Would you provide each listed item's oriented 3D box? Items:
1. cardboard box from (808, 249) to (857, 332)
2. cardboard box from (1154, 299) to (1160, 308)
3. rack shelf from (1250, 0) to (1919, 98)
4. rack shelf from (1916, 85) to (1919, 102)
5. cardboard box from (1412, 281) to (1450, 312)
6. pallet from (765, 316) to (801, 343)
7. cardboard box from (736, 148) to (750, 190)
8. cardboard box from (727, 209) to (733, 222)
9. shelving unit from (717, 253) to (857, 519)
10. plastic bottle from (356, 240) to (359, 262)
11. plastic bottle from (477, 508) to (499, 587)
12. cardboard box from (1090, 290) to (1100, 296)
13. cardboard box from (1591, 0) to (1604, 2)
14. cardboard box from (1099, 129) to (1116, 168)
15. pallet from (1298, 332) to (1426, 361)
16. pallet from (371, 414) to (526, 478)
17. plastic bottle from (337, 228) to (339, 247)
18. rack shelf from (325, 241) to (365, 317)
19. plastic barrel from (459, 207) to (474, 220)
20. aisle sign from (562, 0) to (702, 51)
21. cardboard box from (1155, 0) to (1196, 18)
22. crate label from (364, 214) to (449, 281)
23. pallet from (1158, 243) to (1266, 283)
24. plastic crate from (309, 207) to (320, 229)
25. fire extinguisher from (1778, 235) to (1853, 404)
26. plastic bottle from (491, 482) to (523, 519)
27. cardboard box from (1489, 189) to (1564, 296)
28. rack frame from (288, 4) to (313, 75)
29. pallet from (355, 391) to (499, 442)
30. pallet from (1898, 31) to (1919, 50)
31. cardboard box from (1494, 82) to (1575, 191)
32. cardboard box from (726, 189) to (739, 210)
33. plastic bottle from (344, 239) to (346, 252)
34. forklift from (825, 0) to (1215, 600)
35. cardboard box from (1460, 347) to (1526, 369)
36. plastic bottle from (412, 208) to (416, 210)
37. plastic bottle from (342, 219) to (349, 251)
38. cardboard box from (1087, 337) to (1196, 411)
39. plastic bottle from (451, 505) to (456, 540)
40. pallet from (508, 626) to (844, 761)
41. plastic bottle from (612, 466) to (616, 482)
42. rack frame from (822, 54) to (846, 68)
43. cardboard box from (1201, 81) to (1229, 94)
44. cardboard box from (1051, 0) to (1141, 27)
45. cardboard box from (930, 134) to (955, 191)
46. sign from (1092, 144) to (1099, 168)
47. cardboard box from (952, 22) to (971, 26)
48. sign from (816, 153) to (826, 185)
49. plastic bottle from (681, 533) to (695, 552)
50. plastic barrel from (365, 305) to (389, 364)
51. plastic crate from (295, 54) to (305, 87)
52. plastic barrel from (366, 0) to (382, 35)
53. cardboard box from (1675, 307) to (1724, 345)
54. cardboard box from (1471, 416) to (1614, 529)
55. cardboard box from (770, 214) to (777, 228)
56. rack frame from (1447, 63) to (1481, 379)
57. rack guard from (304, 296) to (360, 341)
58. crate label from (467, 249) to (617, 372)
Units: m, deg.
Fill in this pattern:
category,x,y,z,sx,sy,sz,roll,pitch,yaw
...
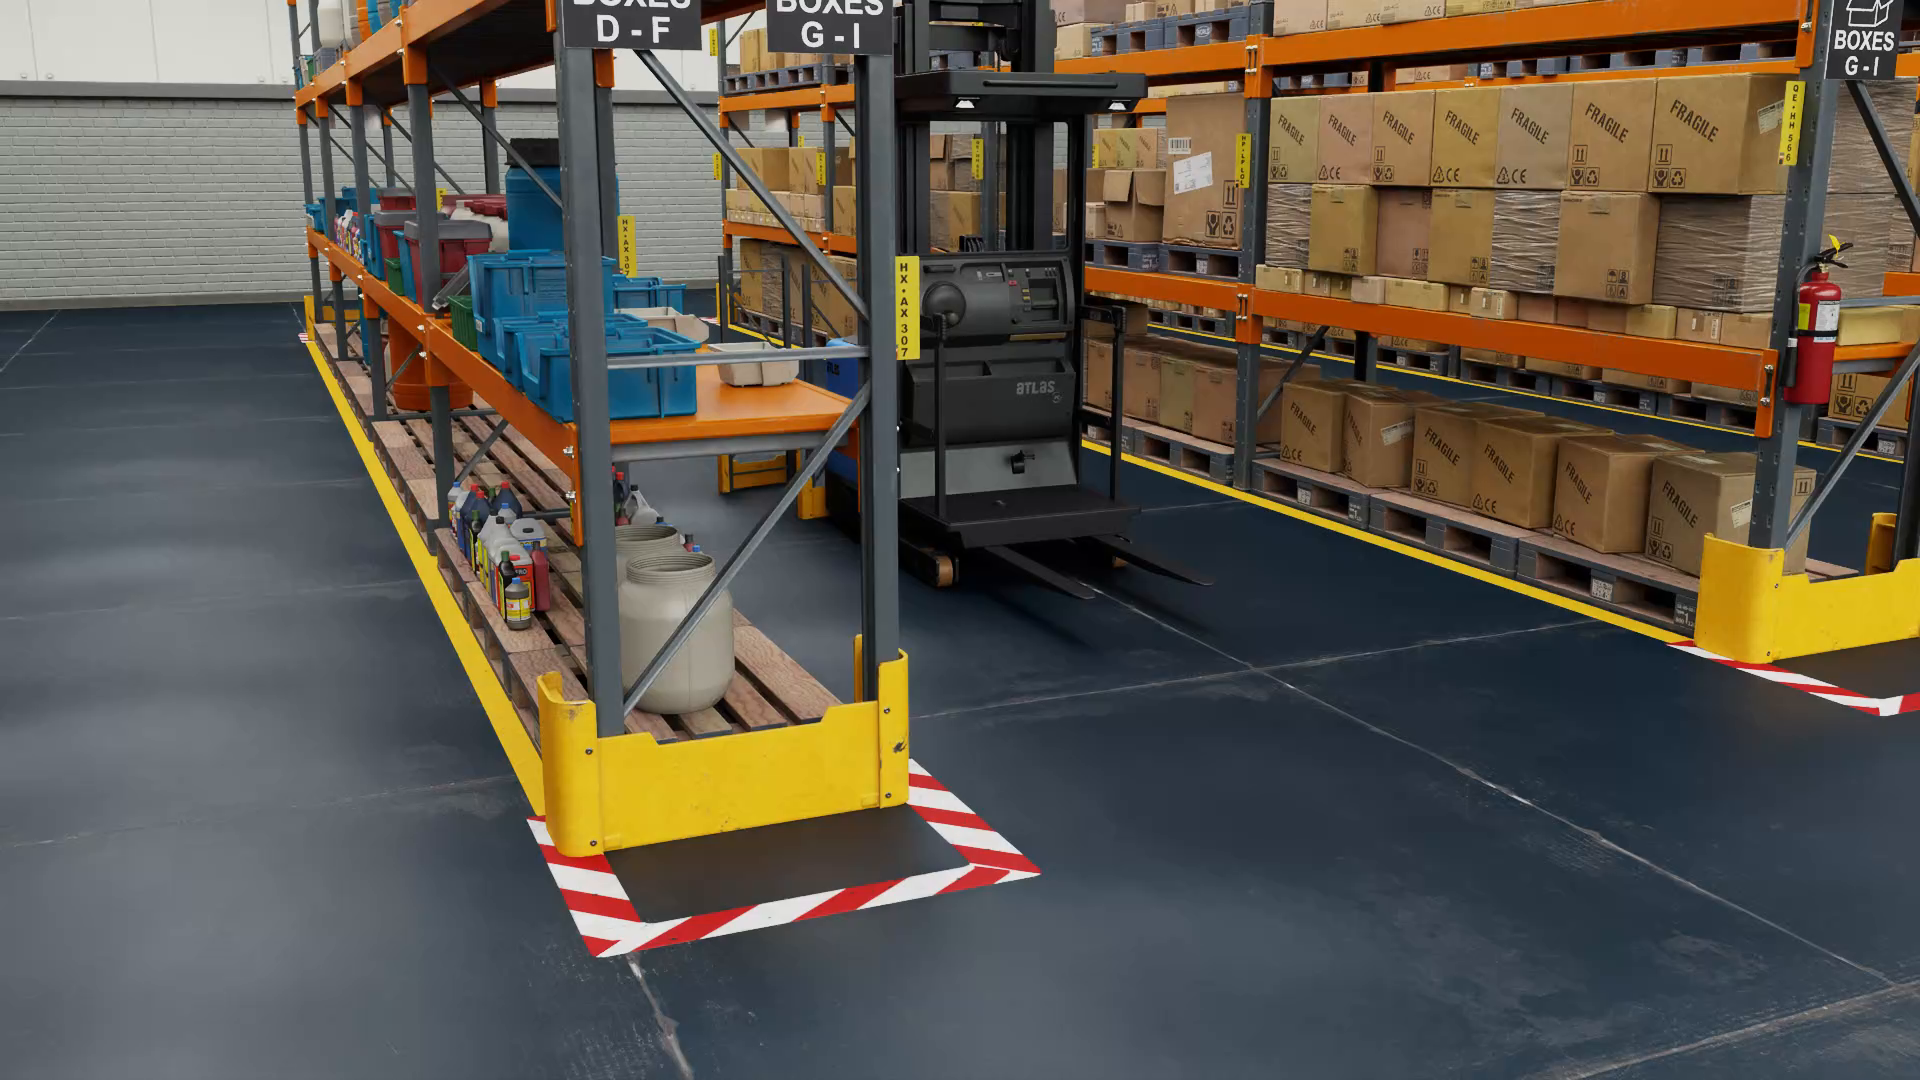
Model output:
category,x,y,z,sx,sy,sz,roll,pitch,yaw
cardboard box,-1.142,-2.793,18.566,0.875,0.875,0.875,-6,14,-23
cardboard box,2.708,-3.047,21.273,0.380,0.149,0.250,-5,14,-22
rack shelf,3.055,-2.525,8.570,1.077,0.370,4.000,-6,14,-23
rack shelf,10.533,-4.246,16.008,1.077,0.370,4.000,-6,14,-23
cardboard box,2.677,-1.325,8.997,0.380,0.149,0.250,-6,14,-23
pallet,-1.676,-2.538,19.868,1.003,0.211,1.213,-6,14,-23
cardboard box,-2.408,-4.517,20.243,0.500,0.500,0.500,-6,14,-24
cardboard box,-2.713,-4.081,20.907,0.380,0.149,0.250,-5,14,-22
shelving unit,-1.011,-0.990,10.319,0.587,1.500,1.083,-9,16,-35
plastic bottle,-4.679,-2.288,13.044,0.097,0.201,0.097,0,13,0
plastic bottle,-2.095,0.027,7.498,0.144,0.351,0.185,-6,14,-23
cardboard box,1.949,-3.412,22.851,0.380,0.149,0.250,-5,14,-22
cardboard box,3.228,-2.569,7.496,0.500,0.250,0.500,-6,14,-23
cardboard box,2.177,-5.194,22.060,0.500,0.500,0.500,-5,14,-21
pallet,4.440,-2.135,18.128,1.003,0.211,1.213,-6,14,-23
pallet,-3.612,-0.684,11.858,1.003,0.211,1.213,-6,14,-23
plastic bottle,-5.617,-2.772,15.134,0.097,0.201,0.097,0,13,0
rack shelf,-4.688,-2.269,14.116,1.077,0.370,4.000,-6,14,-23
plastic barrel,-3.110,-1.980,11.026,0.421,0.512,0.421,0,13,0
aisle sign,-0.925,-1.778,4.635,0.394,0.787,0.004,-6,14,-23
cardboard box,1.778,-3.844,11.514,0.797,0.503,0.637,-5,14,-21
crate label,-3.737,-1.994,11.254,0.502,0.435,0.616,-6,14,-23
pallet,2.081,-1.905,11.373,1.003,0.211,1.213,-6,14,-23
plastic crate,-6.767,-3.454,17.879,0.416,0.233,0.300,-6,14,-23
fire extinguisher,3.480,-0.898,6.768,0.296,0.674,0.183,-6,14,-23
plastic bottle,-2.209,-0.112,8.102,0.144,0.351,0.185,-6,14,-23
cardboard box,3.190,-1.510,8.361,0.875,0.500,0.500,-6,14,-23
rack frame,-7.091,-6.782,18.715,1.000,3.000,0.127,-6,14,-23
pallet,-4.241,-1.007,13.252,1.003,0.211,1.213,-6,14,-23
pallet,7.157,-3.502,11.395,1.003,0.211,1.213,-6,14,-23
cardboard box,3.006,-1.979,8.170,0.500,0.500,0.500,-6,14,-23
cardboard box,-2.608,-4.255,20.774,0.500,0.250,0.500,-6,14,-24
plastic bottle,-5.260,-2.588,14.340,0.097,0.201,0.097,0,13,0
forklift,0.249,-1.298,8.476,1.130,2.935,3.031,-6,14,-23
cardboard box,5.398,-2.055,15.656,1.050,0.750,0.750,-6,14,-24
plastic bottle,-4.879,-2.797,14.912,0.144,0.351,0.185,-6,14,-23
plastic bottle,-5.282,-2.651,14.446,0.152,0.276,0.135,-6,14,-23
cardboard box,1.406,-1.284,12.831,0.700,0.500,0.500,-4,14,-18
plastic bottle,-2.518,-0.104,8.399,0.097,0.201,0.097,0,13,0
pallet,-1.076,0.625,6.200,1.003,0.211,1.213,-6,14,-23
plastic bottle,-1.762,-0.197,8.466,0.144,0.351,0.185,-6,14,-24
rack frame,-0.951,-6.403,17.077,1.000,3.000,0.127,-6,14,-23
cardboard box,3.190,-5.372,19.610,0.500,0.250,0.500,-5,14,-22
cardboard box,1.012,-4.079,12.357,0.500,0.500,0.500,-6,14,-25
cardboard box,0.115,-3.478,15.300,0.797,0.503,0.637,-5,14,-22
sign,1.145,-3.230,14.282,0.100,0.325,0.005,-6,14,-23
cardboard box,0.341,-4.489,14.302,0.797,0.503,0.637,-5,14,-20
sign,-1.459,-3.890,17.429,0.100,0.325,0.005,-6,14,-23
plastic bottle,-1.197,0.104,7.315,0.061,0.283,0.133,-5,14,-22
plastic barrel,-5.003,-1.955,14.886,0.600,0.901,0.708,-6,14,-23
plastic crate,-6.731,-4.950,17.589,0.504,0.338,0.767,-6,14,-23
plastic barrel,-3.211,-3.441,9.822,0.600,0.901,0.708,-6,14,-23
cardboard box,3.453,-0.970,7.467,0.380,0.149,0.250,-6,14,-23
cardboard box,3.117,-0.370,8.927,0.500,0.500,0.500,-4,14,-18
cardboard box,-1.989,-3.709,19.301,0.380,0.149,0.250,-5,14,-22
rack frame,5.237,-3.081,16.028,1.000,3.000,0.127,-6,14,-23
rack guard,-7.113,-2.645,19.690,1.175,0.500,0.348,-6,14,-23
crate label,-1.667,-0.926,6.642,0.502,0.435,0.616,-6,14,-23
